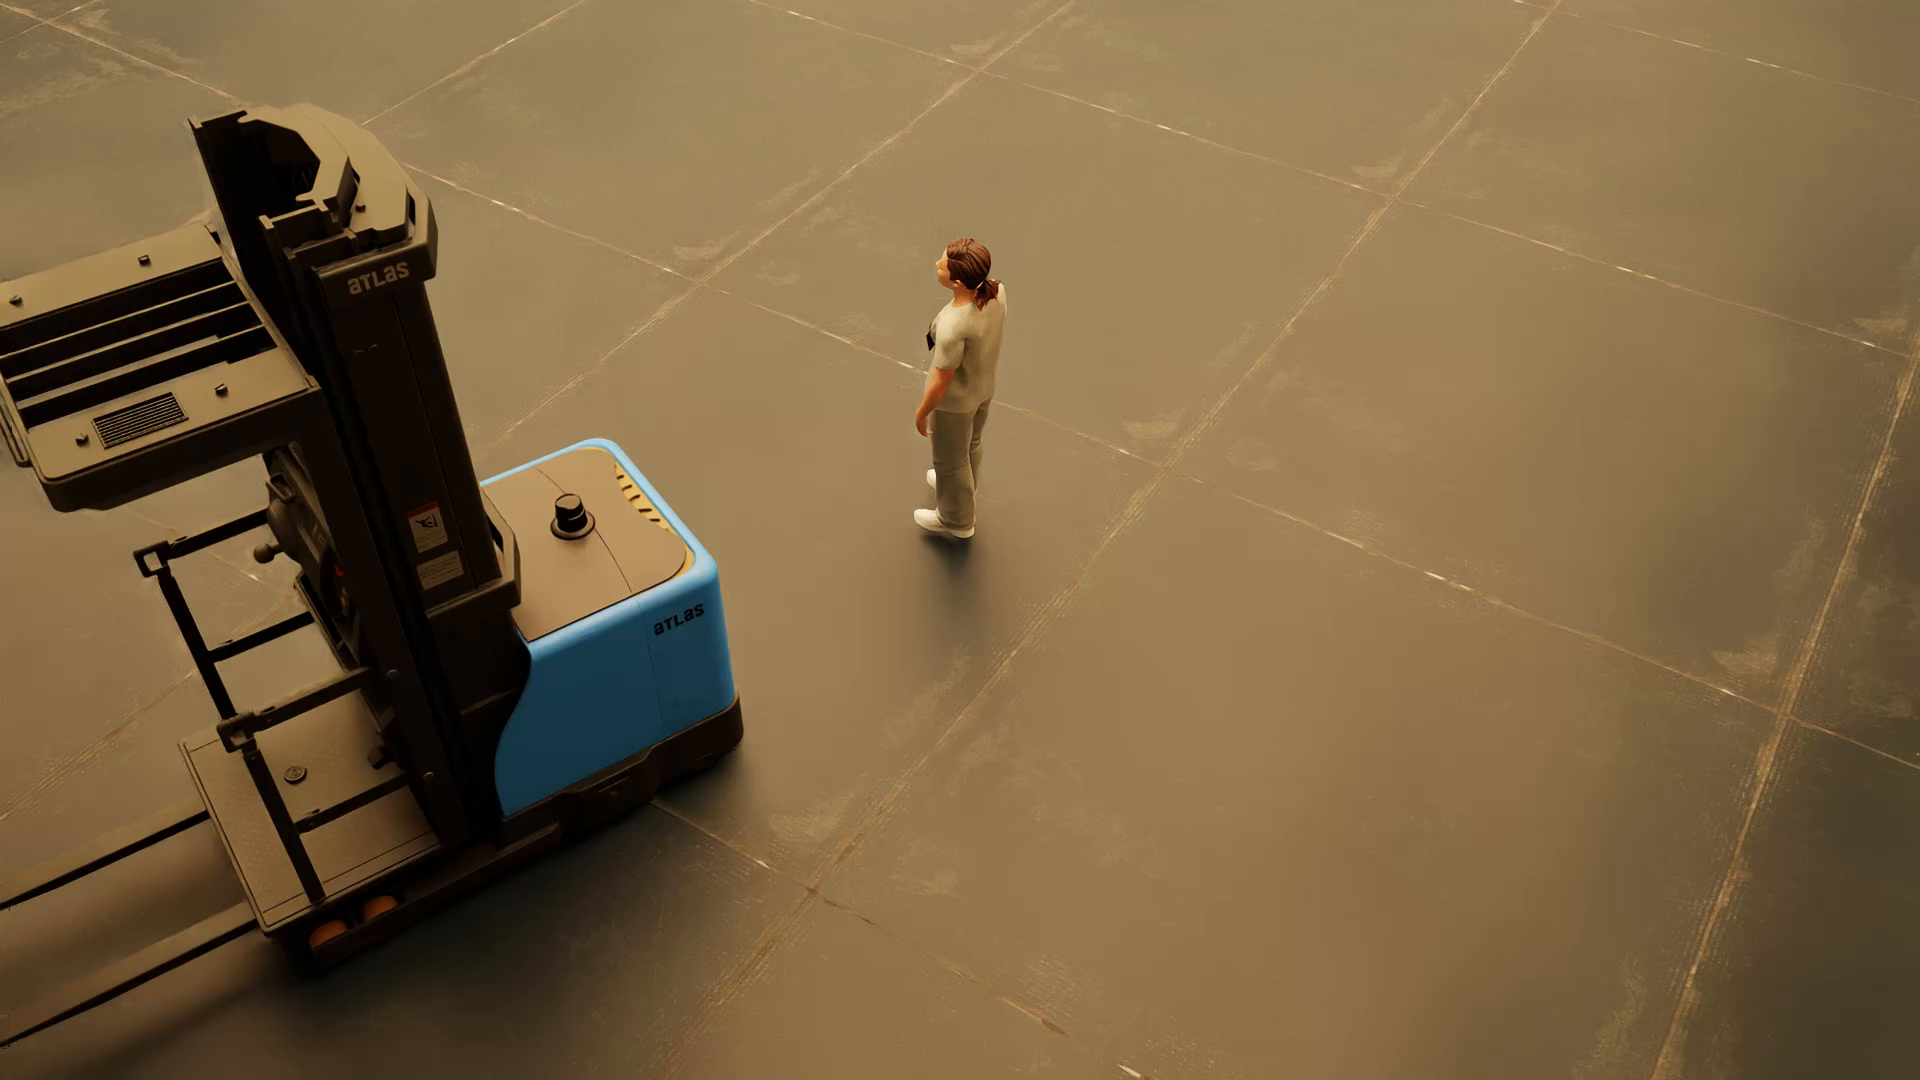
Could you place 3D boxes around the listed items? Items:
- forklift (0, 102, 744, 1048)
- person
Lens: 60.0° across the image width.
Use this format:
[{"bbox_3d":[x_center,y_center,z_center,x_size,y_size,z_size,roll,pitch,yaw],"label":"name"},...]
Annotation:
[{"bbox_3d":[-2.415,0.118,5.724,3.031,2.935,1.130,-25,49,-24],"label":"forklift"},{"bbox_3d":[-0.054,-0.678,7.406,0.549,1.675,0.549,24,48,23],"label":"person"}]
